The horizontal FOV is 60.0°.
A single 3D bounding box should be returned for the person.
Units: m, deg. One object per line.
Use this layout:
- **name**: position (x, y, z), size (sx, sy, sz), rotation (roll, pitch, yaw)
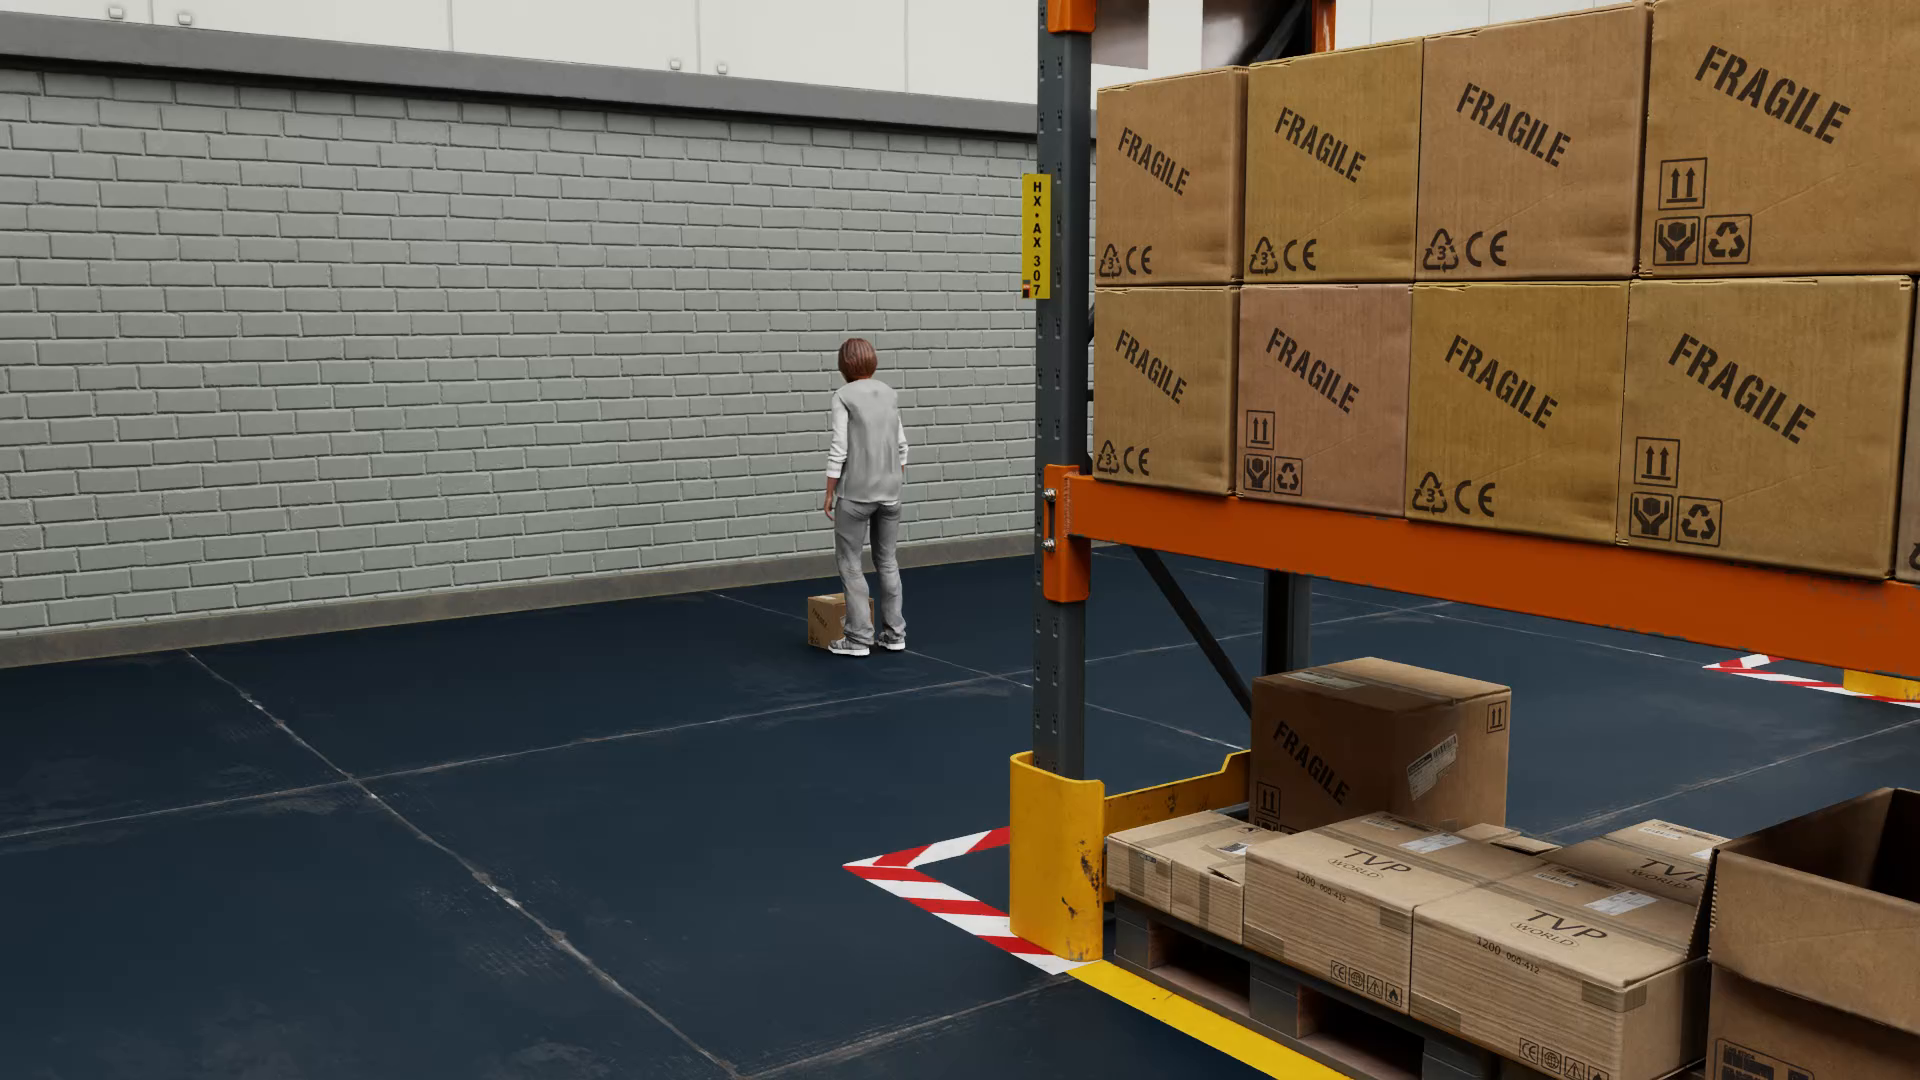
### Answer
- **person**: position (-0.469, -0.214, 8.375), size (0.460, 1.593, 0.344), rotation (-6, 10, -35)
